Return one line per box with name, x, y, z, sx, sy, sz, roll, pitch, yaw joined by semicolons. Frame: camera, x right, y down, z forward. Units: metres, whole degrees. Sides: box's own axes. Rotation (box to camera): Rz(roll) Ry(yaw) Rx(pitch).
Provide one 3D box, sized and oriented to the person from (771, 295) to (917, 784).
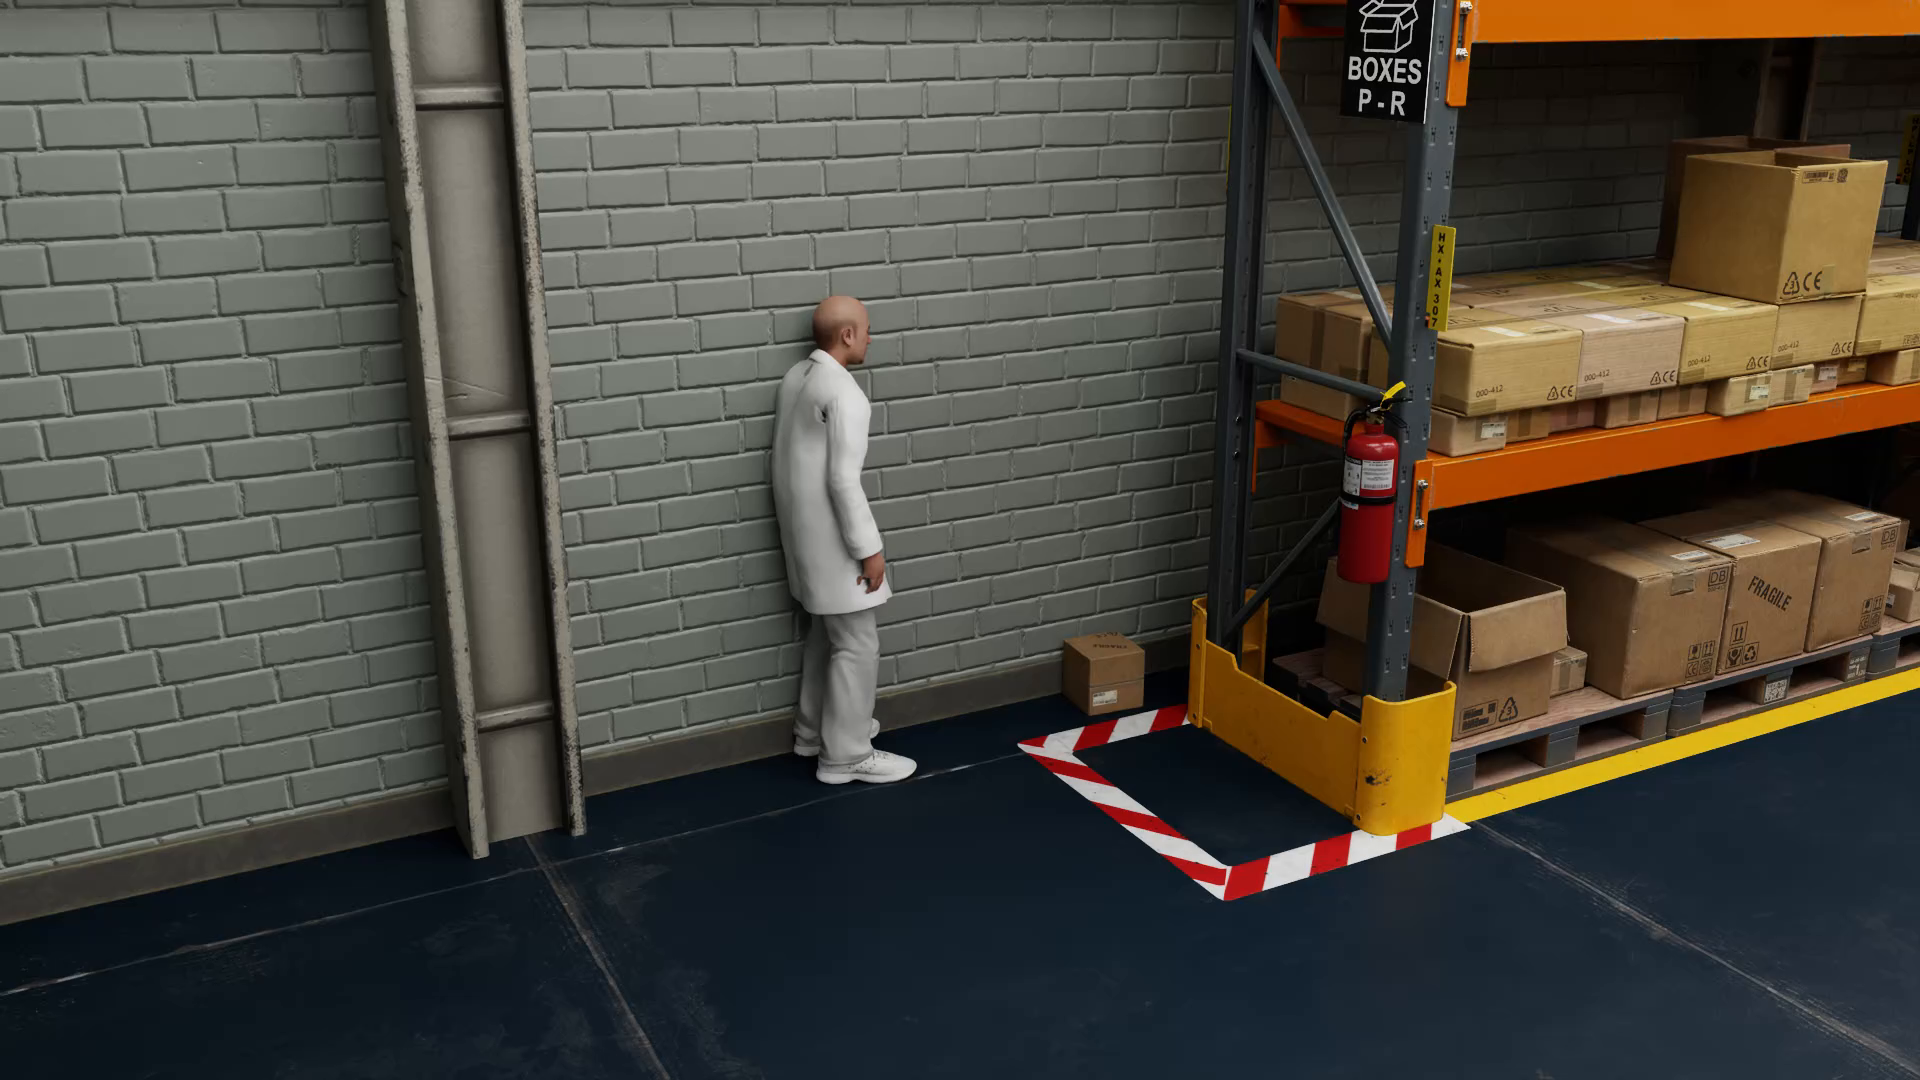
person;-0.459;-0.011;6.116;0.426;1.773;0.652;-8;20;-24
